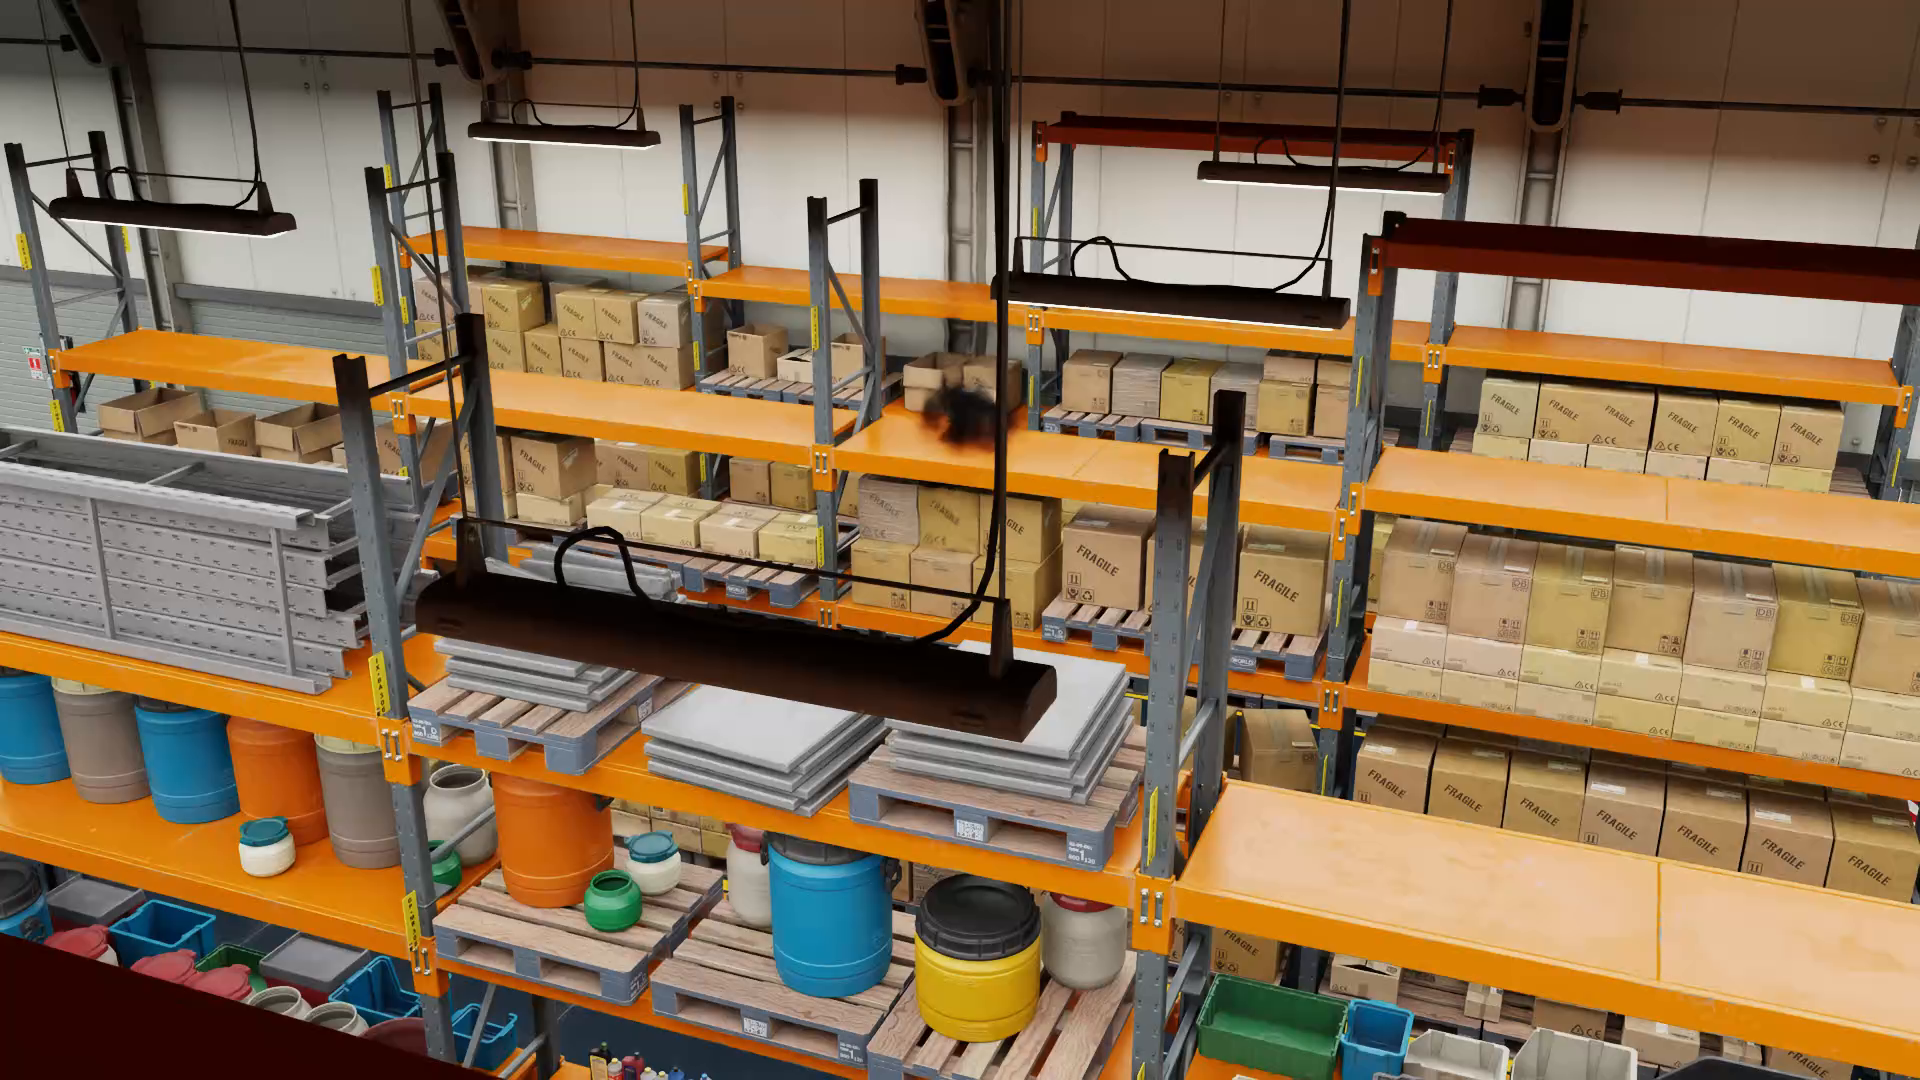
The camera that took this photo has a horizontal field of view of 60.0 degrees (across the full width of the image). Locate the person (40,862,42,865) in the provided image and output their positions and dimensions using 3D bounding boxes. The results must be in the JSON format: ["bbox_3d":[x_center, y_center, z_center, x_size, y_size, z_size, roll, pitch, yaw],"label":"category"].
[{"bbox_3d":[-8.334,2.198,14.244,0.897,1.726,0.670,3,21,7],"label":"person"}]
